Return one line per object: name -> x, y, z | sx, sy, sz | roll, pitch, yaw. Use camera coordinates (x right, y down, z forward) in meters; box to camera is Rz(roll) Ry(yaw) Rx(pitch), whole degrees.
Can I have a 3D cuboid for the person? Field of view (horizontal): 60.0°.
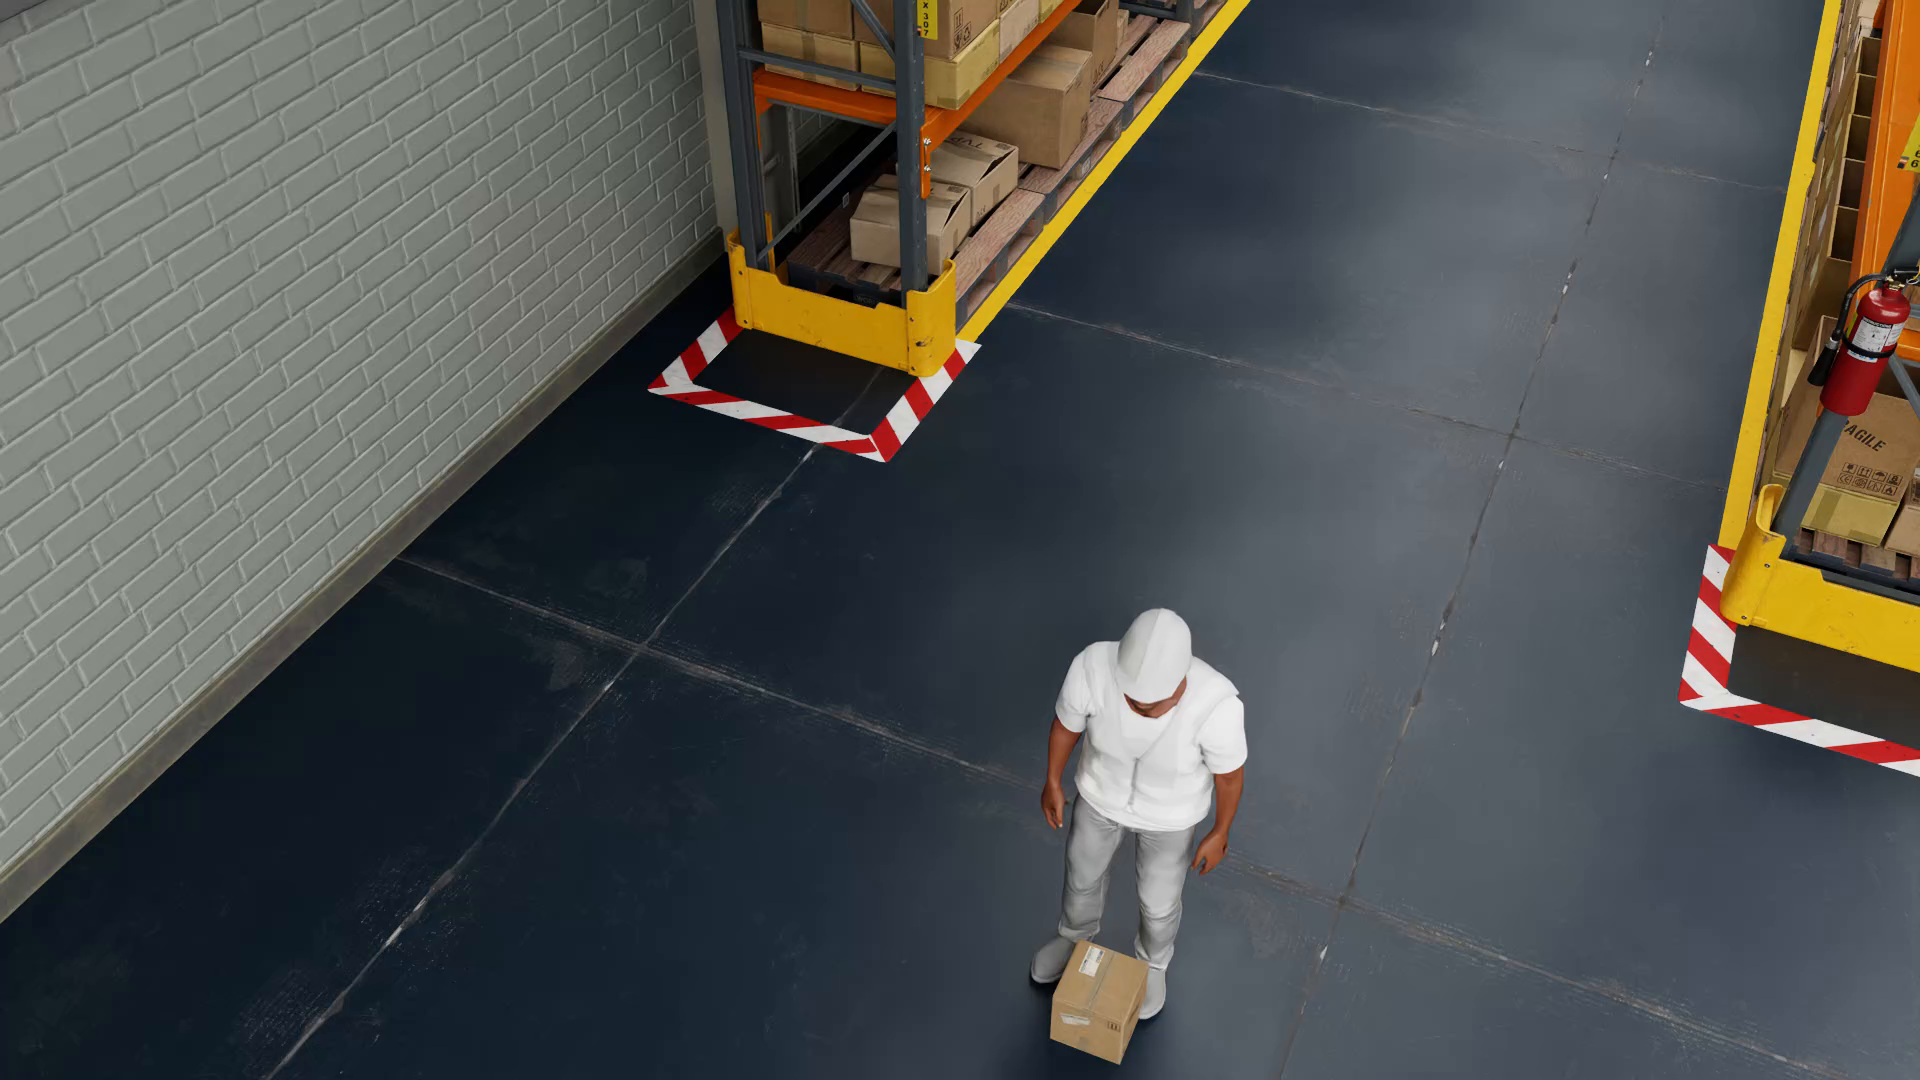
person -> 0.553, 0.837, 5.209 | 0.618, 1.760, 0.460 | 16, 44, 17
